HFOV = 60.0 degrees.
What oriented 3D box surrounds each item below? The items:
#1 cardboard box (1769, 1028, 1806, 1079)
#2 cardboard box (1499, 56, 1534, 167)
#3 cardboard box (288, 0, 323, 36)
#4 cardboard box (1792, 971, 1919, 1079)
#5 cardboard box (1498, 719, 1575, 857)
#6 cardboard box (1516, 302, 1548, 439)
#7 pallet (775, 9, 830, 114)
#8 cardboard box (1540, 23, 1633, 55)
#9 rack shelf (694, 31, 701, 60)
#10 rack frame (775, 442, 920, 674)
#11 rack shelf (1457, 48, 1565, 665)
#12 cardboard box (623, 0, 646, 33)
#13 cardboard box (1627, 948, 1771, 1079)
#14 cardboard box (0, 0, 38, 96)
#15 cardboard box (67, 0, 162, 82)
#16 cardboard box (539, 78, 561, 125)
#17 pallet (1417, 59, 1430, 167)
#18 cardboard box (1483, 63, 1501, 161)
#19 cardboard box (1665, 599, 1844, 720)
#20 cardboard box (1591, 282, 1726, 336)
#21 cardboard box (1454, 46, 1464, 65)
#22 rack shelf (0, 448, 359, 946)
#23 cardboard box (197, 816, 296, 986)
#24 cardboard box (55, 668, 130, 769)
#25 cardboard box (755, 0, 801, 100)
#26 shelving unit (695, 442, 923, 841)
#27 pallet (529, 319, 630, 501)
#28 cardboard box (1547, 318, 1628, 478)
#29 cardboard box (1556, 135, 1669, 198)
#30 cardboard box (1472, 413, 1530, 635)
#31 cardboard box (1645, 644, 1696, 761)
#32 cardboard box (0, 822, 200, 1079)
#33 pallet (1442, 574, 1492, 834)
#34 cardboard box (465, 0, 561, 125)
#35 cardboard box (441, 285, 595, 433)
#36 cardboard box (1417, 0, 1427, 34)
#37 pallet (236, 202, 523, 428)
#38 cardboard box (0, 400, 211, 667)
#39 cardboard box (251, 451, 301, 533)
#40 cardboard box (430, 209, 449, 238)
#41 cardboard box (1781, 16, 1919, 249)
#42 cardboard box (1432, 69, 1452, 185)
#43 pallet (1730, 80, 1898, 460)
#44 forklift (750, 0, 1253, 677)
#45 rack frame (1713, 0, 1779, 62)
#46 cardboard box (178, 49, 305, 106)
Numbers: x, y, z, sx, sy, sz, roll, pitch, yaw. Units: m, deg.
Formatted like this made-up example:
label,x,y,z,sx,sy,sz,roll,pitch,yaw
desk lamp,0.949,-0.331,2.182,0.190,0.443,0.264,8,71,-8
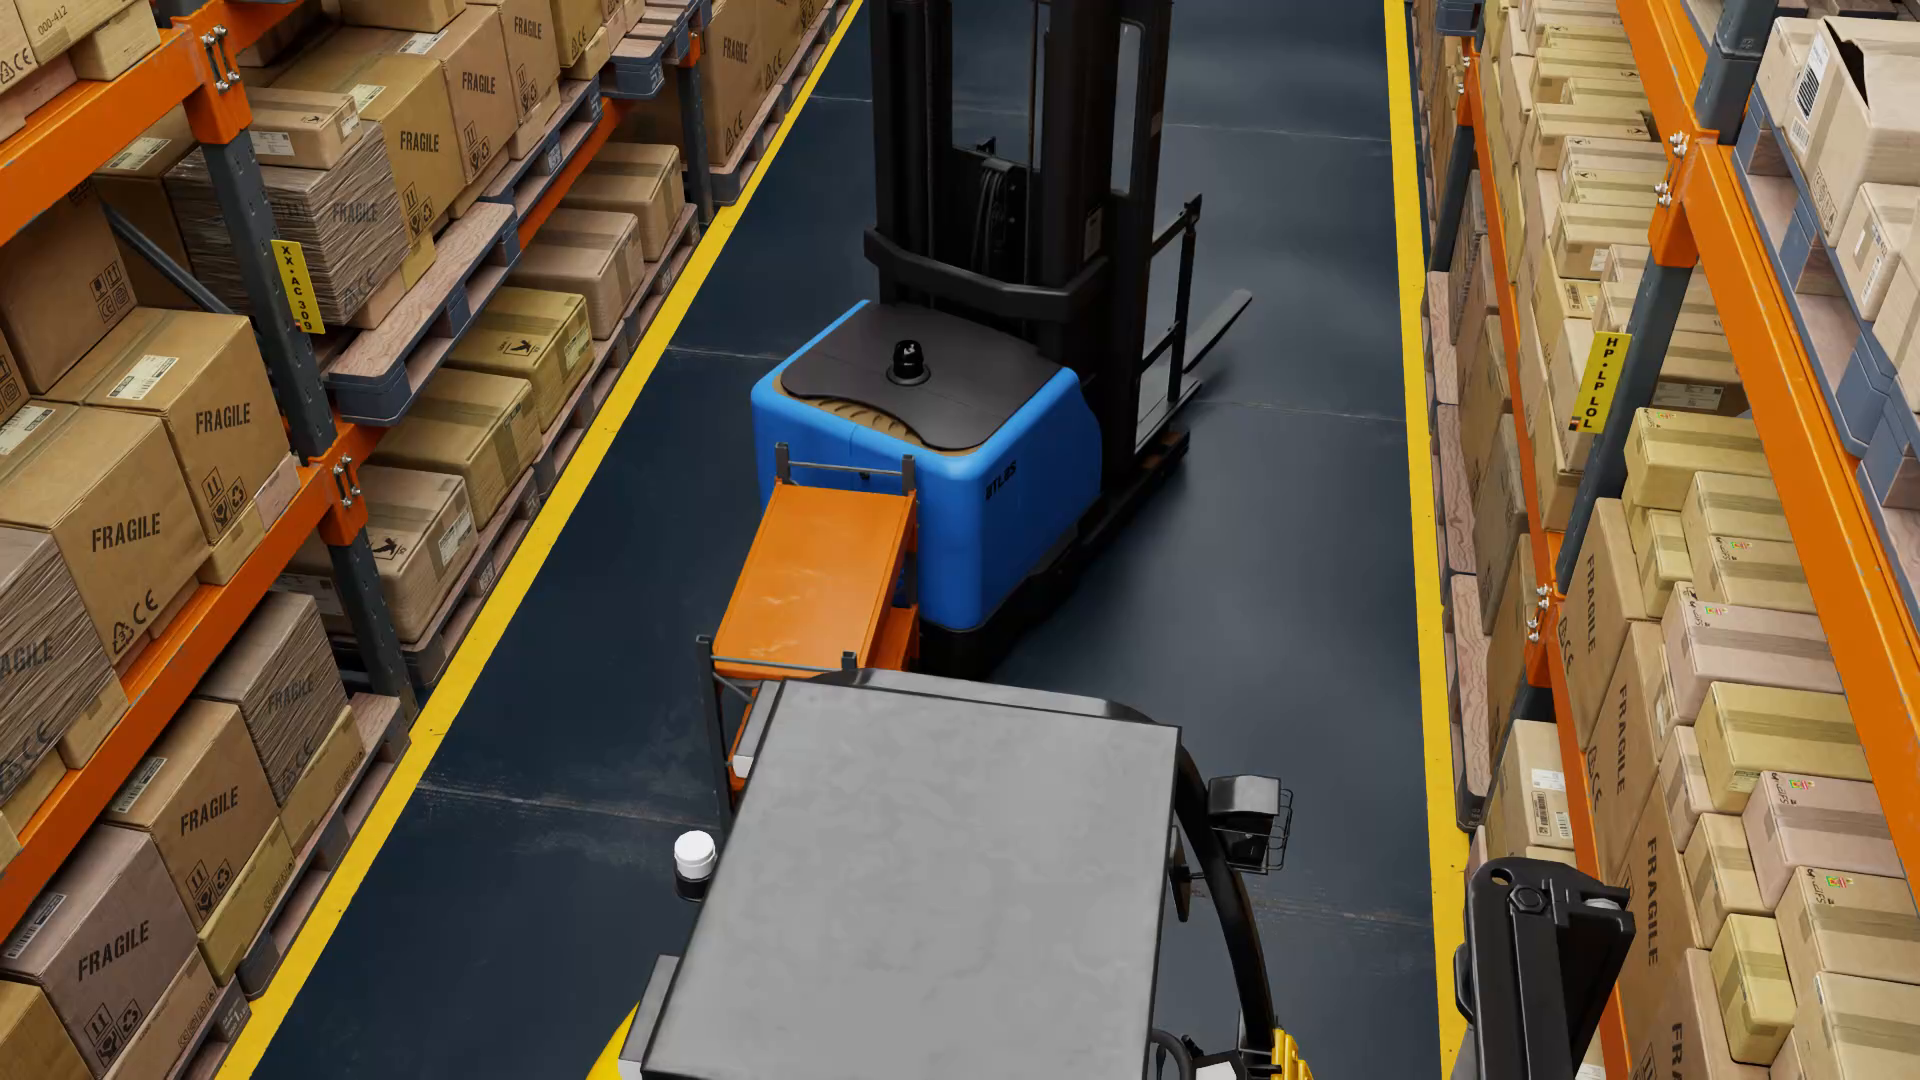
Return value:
label,x,y,z,sx,sy,sz,roll,pitch,yaw
cardboard box,1.717,1.059,3.028,0.380,0.149,0.250,6,40,7
cardboard box,2.474,-1.713,6.694,0.500,0.250,0.500,5,40,7
cardboard box,-2.606,-1.993,6.157,0.380,0.149,0.250,5,40,6
cardboard box,1.718,0.936,2.943,0.380,0.149,0.250,7,40,8
cardboard box,1.903,0.821,4.946,0.500,0.250,0.500,6,40,7
cardboard box,2.207,-0.564,5.695,0.500,0.250,0.500,6,40,7
pallet,-1.478,-3.191,10.944,1.003,0.211,1.213,6,40,8
cardboard box,2.532,-1.933,6.647,0.380,0.149,0.250,7,40,8
rack shelf,-1.556,-3.993,10.291,1.077,0.370,4.000,6,40,8
rack frame,-0.407,0.120,6.222,0.500,1.125,0.032,6,40,7
rack shelf,2.642,-0.938,6.595,1.077,0.370,4.000,6,40,8
cardboard box,-1.701,-2.510,7.799,0.380,0.149,0.250,6,40,7
cardboard box,1.693,1.211,3.353,0.500,0.500,0.500,7,40,8
cardboard box,-2.492,-1.094,3.750,0.500,0.250,0.500,6,40,7
cardboard box,-2.348,-1.333,4.351,0.380,0.149,0.250,7,40,8
cardboard box,-1.917,-1.868,7.023,0.380,0.149,0.250,5,40,6
pallet,3.368,-2.624,10.258,1.003,0.211,1.213,6,40,8
cardboard box,2.578,-1.846,7.247,0.500,0.250,0.500,6,40,7
cardboard box,1.811,0.289,3.725,0.380,0.149,0.250,7,40,9
cardboard box,2.163,-0.652,5.097,0.380,0.149,0.250,6,40,7
cardboard box,2.930,-2.592,9.154,0.380,0.149,0.250,5,40,6
rack shelf,-2.940,1.027,4.218,1.077,0.370,4.000,6,40,8
cardboard box,-2.514,1.129,5.359,0.500,0.250,0.500,5,40,6
cardboard box,-2.522,0.465,4.531,0.380,0.149,0.250,6,40,7
cardboard box,-1.542,-3.342,10.276,0.875,0.875,0.875,7,40,8
shelving unit,-0.486,0.440,5.835,0.538,1.125,1.048,6,40,7
pallet,-2.252,-0.687,7.916,1.003,0.211,1.213,6,40,8
cardboard box,2.129,-0.431,5.143,0.500,0.250,0.500,6,40,7
cardboard box,2.328,-1.293,5.872,0.380,0.149,0.250,7,40,8
cardboard box,2.517,-0.022,6.456,0.875,0.625,0.625,6,40,7
cardboard box,1.805,0.398,3.827,0.380,0.149,0.250,7,40,9
cardboard box,-2.605,1.144,4.752,0.500,0.500,0.500,8,40,10
pallet,2.385,0.648,6.301,1.003,0.211,1.213,6,40,8
cardboard box,-1.967,-2.030,6.709,0.500,0.500,0.500,5,40,6
cardboard box,-2.266,-0.872,7.683,0.950,0.372,0.625,8,40,9
cardboard box,3.292,-3.565,10.840,0.500,0.500,0.500,6,40,7
pallet,-2.318,-0.895,6.129,1.003,0.211,1.213,6,40,8
cardboard box,-2.508,-0.028,4.618,0.500,0.500,0.500,8,40,9
cardboard box,-2.349,-0.173,5.302,0.380,0.149,0.250,6,40,7
cardboard box,-2.161,-1.224,6.244,0.380,0.149,0.250,9,40,11
cardboard box,1.912,-0.787,3.156,0.500,0.311,0.500,7,40,9
cardboard box,2.946,-2.271,9.275,0.500,0.500,0.500,6,40,7
pallet,2.174,-0.544,3.269,1.003,0.211,1.213,6,40,8
forklift,0.397,-1.508,6.773,1.130,2.935,3.031,22,44,24
rack frame,2.296,-2.272,2.936,1.000,3.000,0.127,6,40,8
cardboard box,-2.655,-1.447,6.004,0.500,0.500,0.500,7,40,8
